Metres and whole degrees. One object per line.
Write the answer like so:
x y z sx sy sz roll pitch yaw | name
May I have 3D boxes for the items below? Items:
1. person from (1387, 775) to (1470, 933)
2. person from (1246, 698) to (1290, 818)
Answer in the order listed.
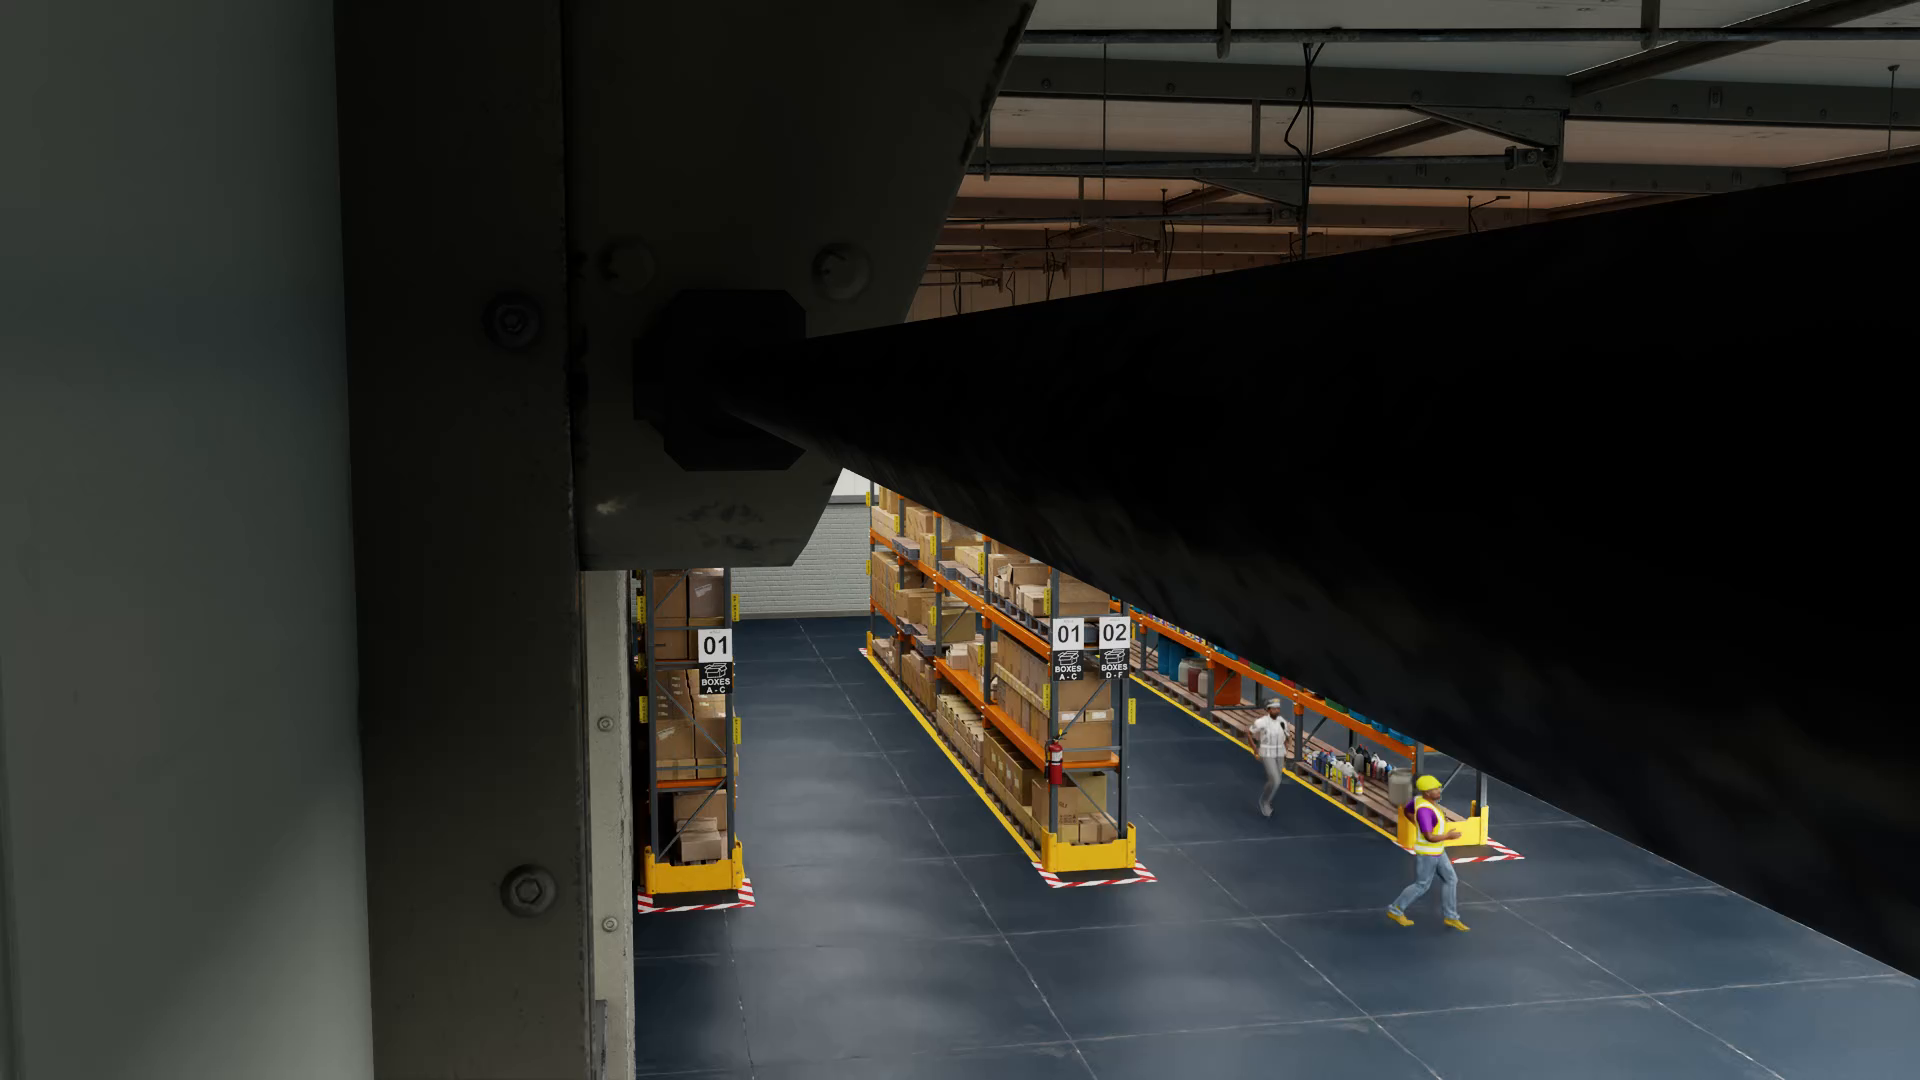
5.278 3.512 18.655 0.896 1.785 0.704 2 6 20 | person
4.392 3.058 23.362 0.546 1.690 0.666 -3 7 -24 | person
